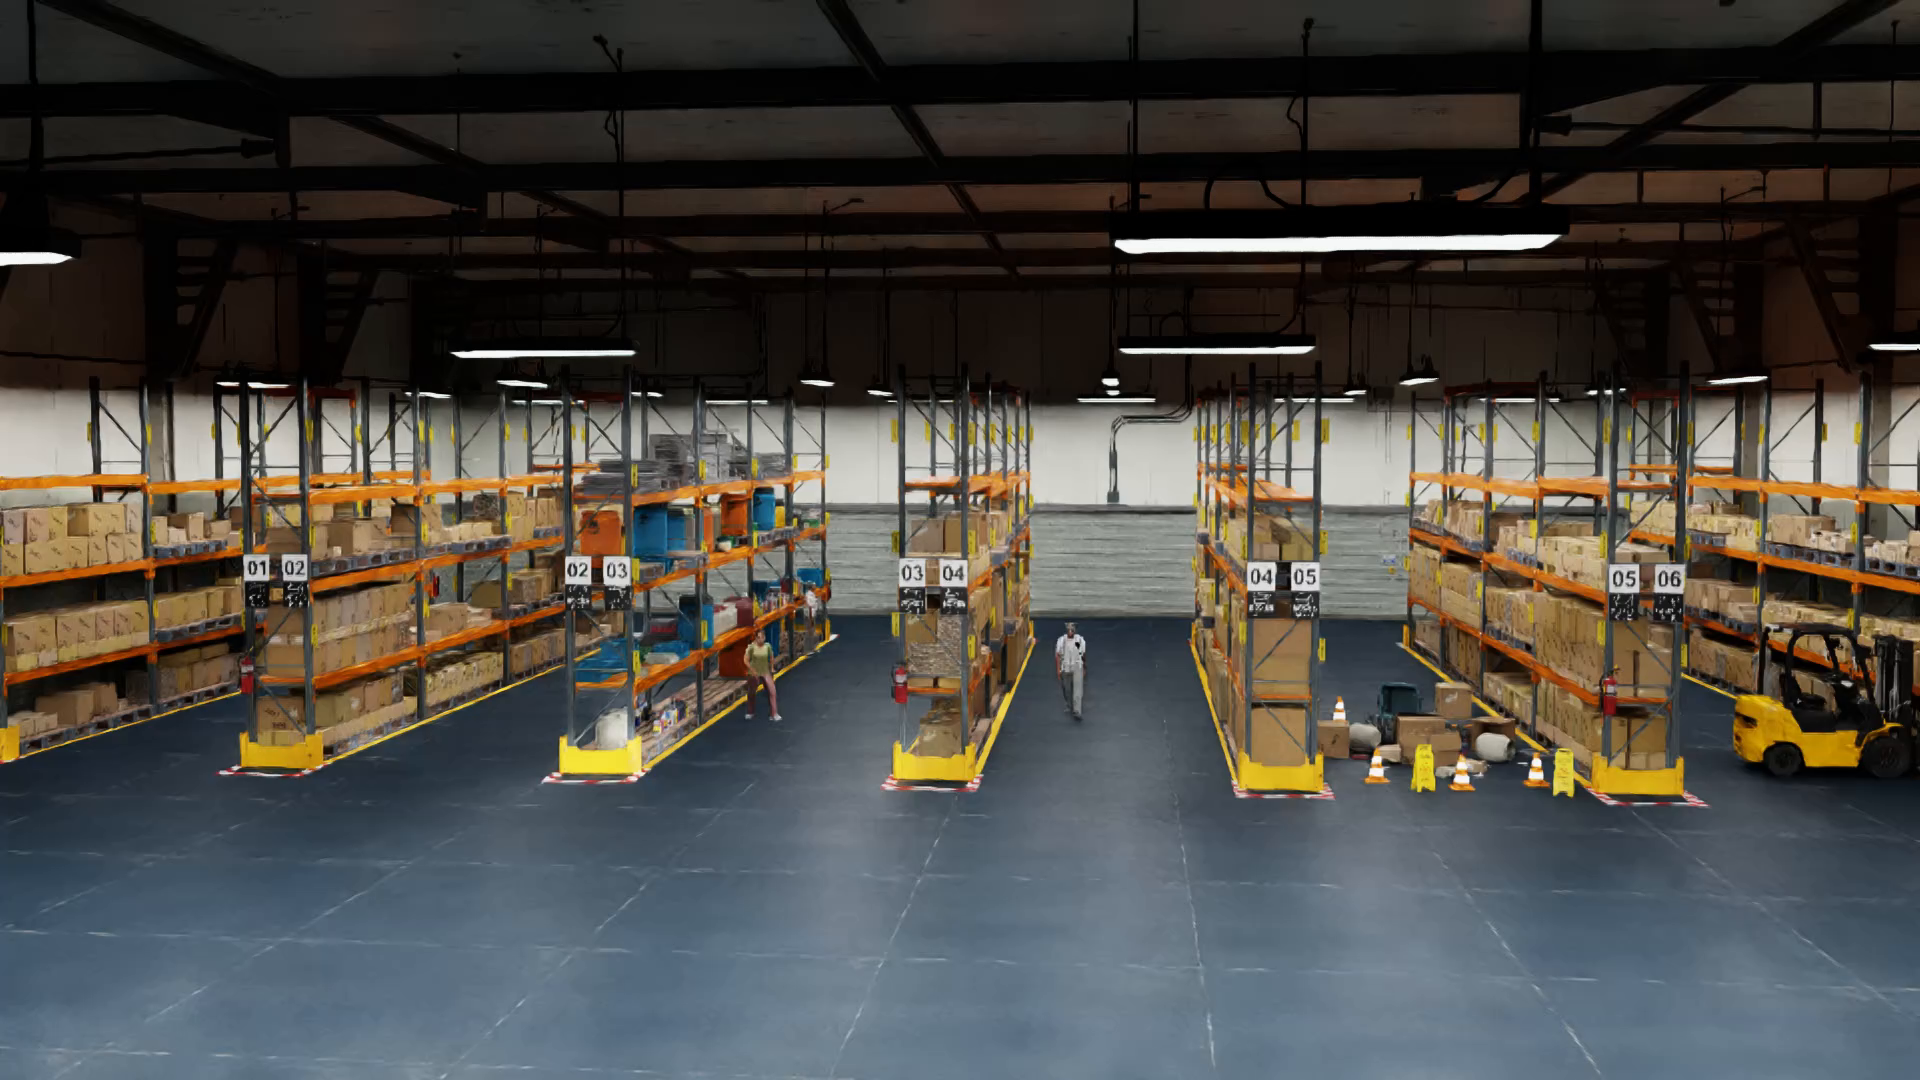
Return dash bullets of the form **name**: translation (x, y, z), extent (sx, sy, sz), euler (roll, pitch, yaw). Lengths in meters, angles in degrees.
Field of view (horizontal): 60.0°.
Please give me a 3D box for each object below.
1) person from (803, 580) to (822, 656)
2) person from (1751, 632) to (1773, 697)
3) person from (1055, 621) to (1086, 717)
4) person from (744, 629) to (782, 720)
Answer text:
- **person**: translation (-3.338, 1.741, 37.531), extent (0.440, 1.678, 0.548), euler (-1, 4, -8)
- **person**: translation (13.395, 2.364, 27.858), extent (0.580, 1.666, 0.576), euler (2, 4, 31)
- **person**: translation (1.956, 2.260, 29.438), extent (0.542, 1.672, 1.126), euler (1, 4, 8)
- **person**: translation (-3.469, 2.334, 28.953), extent (0.621, 1.613, 0.786), euler (-1, 4, -15)
